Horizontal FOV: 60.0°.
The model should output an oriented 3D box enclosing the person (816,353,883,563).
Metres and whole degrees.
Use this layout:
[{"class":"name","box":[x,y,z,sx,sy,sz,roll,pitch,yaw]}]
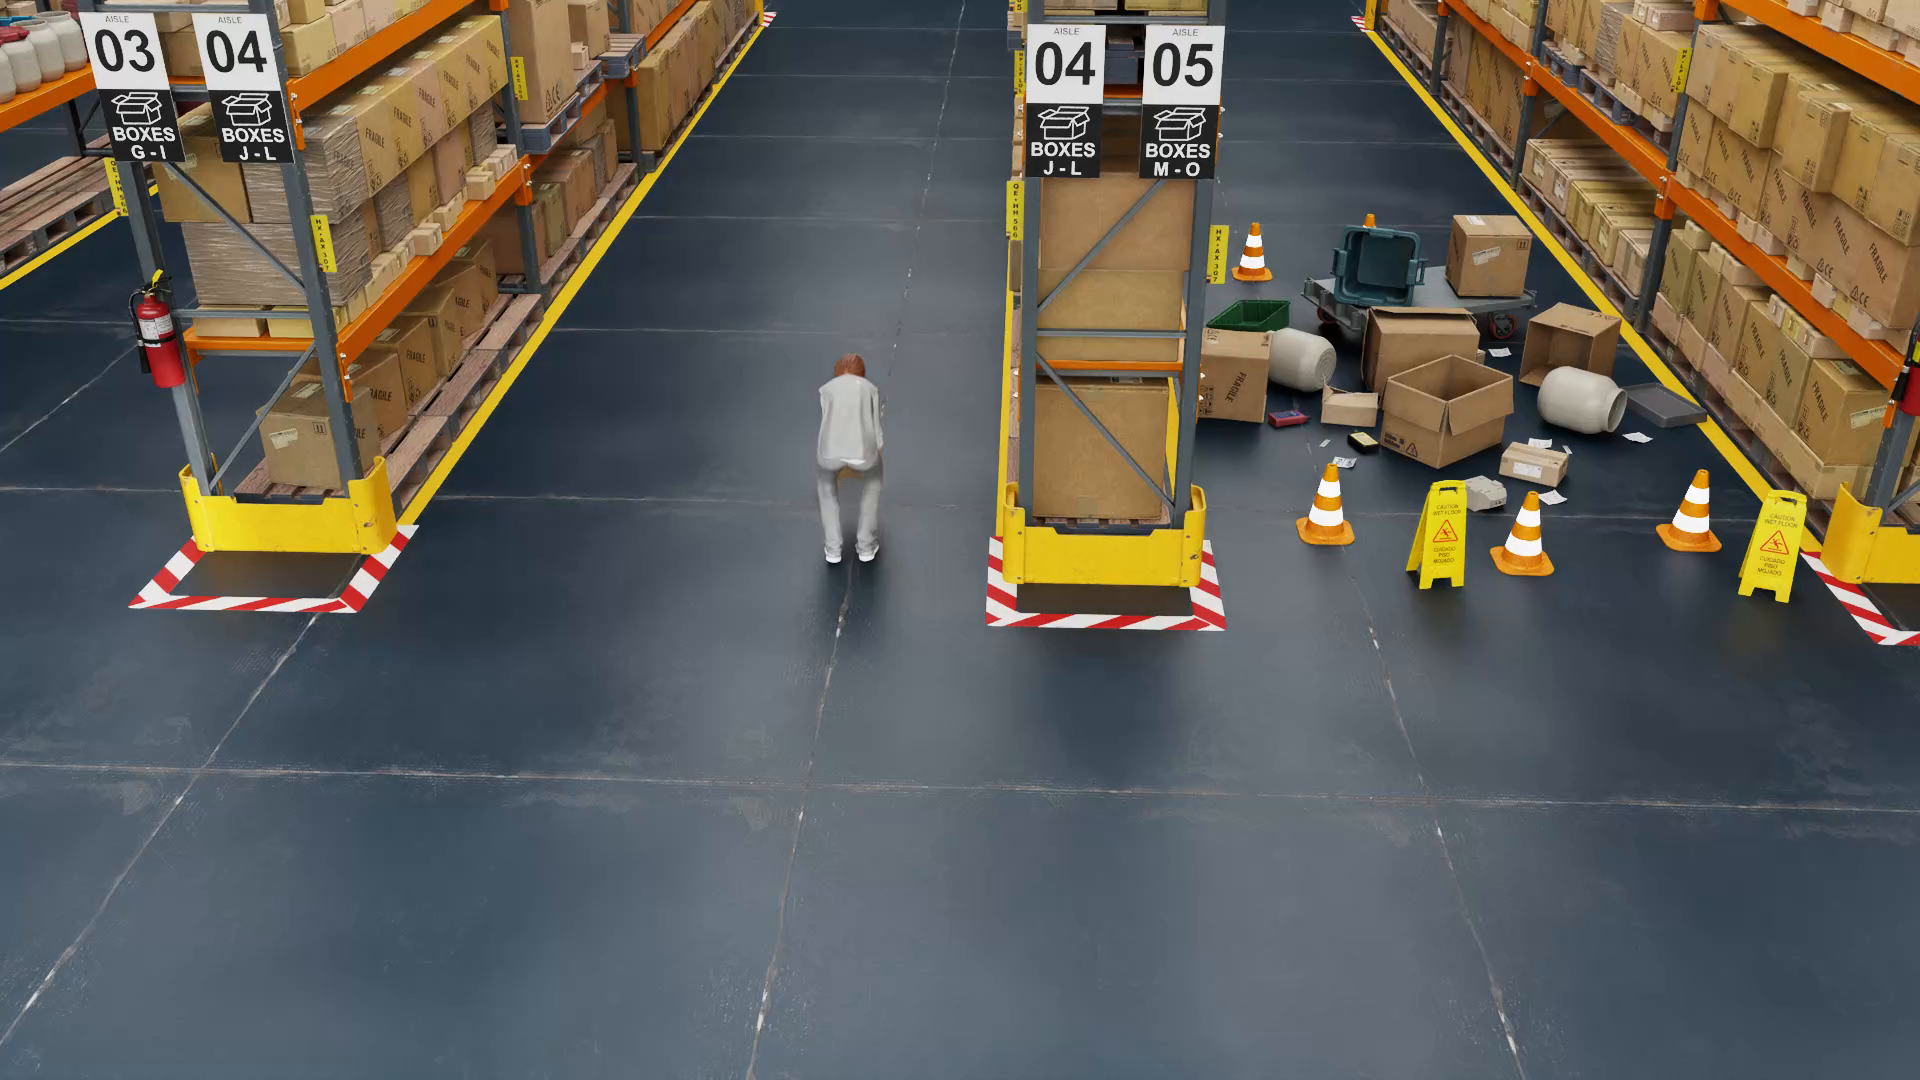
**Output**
[{"class":"person","box":[-0.658,-0.476,10.020,0.399,1.118,0.841,0,28,0]}]
